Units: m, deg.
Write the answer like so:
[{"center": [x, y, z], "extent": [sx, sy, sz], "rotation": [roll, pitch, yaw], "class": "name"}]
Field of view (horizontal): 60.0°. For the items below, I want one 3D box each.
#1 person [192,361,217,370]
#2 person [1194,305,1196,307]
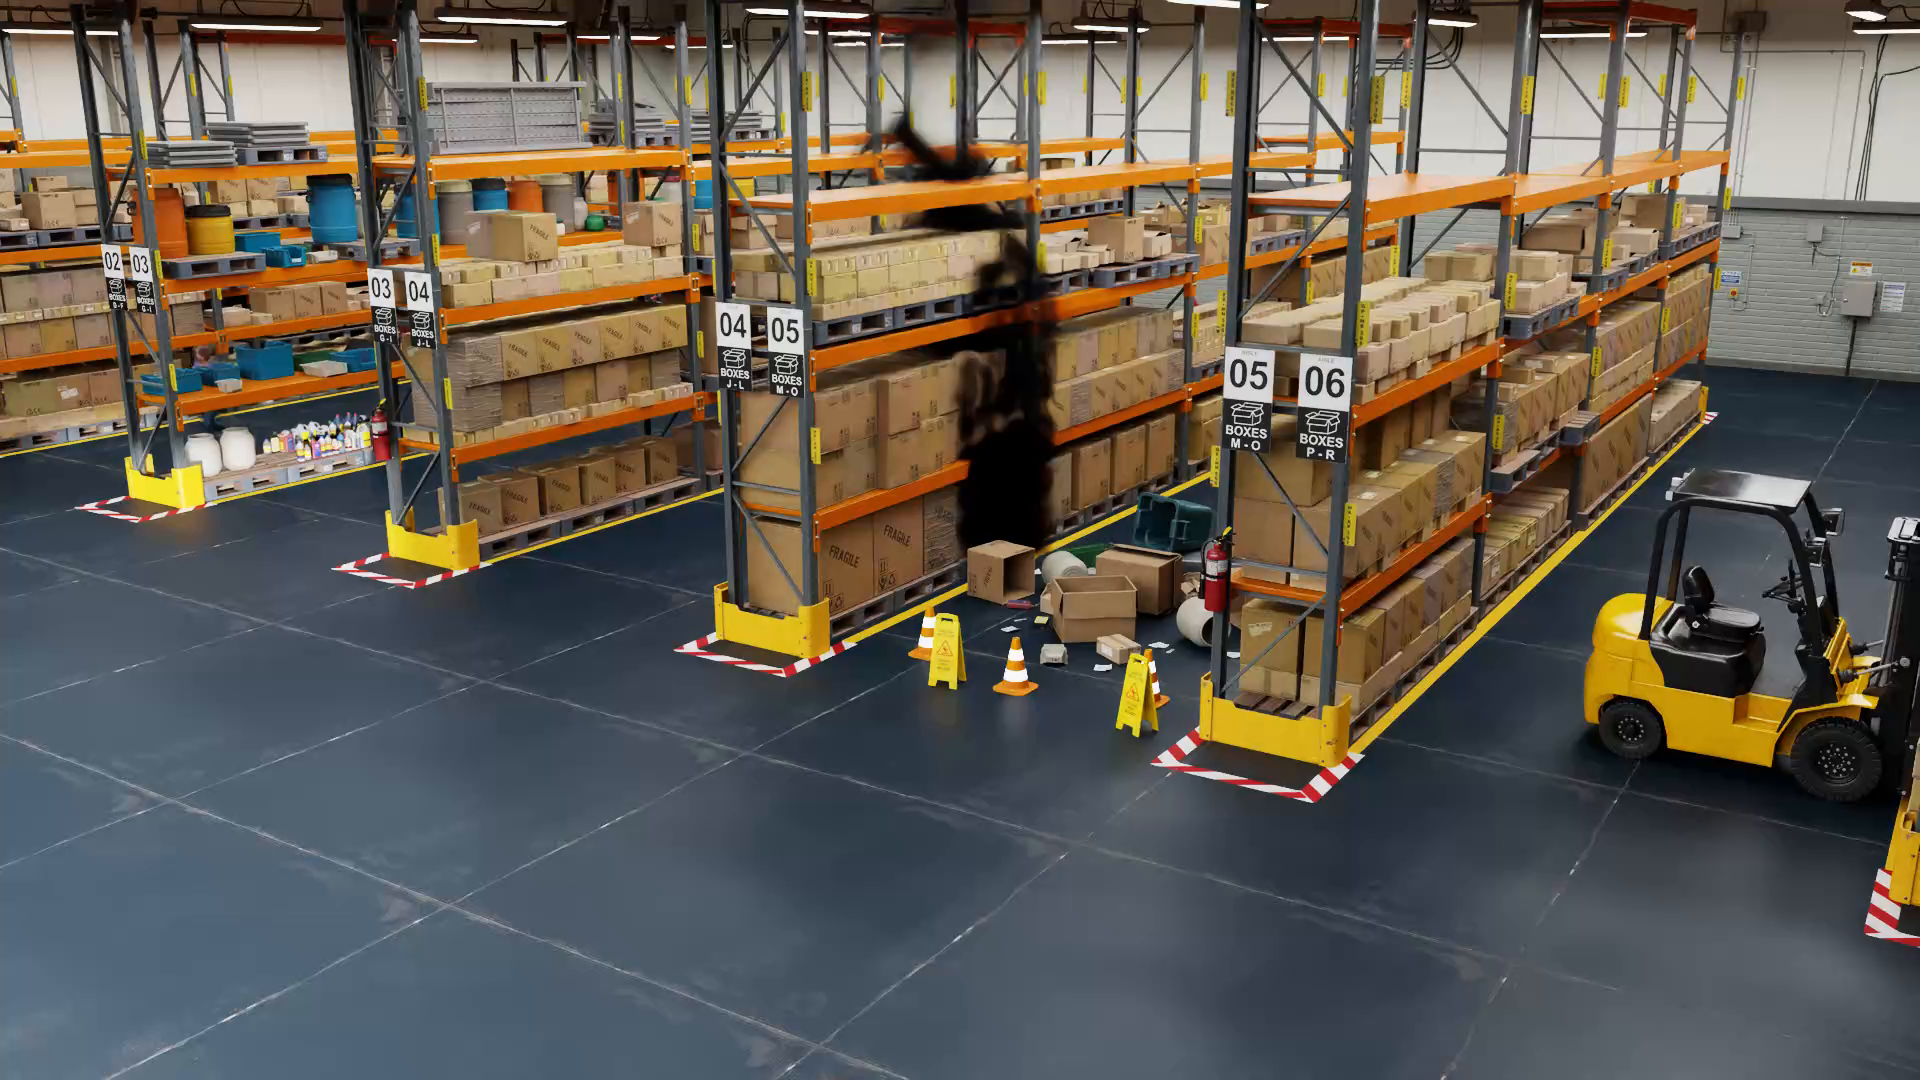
[{"center": [-10.371, -2.185, 22.927], "extent": [0.537, 0.569, 0.401], "rotation": [6, 17, 21], "class": "person"}, {"center": [3.682, -2.997, 26.789], "extent": [0.644, 1.692, 0.512], "rotation": [10, 18, 31], "class": "person"}]
